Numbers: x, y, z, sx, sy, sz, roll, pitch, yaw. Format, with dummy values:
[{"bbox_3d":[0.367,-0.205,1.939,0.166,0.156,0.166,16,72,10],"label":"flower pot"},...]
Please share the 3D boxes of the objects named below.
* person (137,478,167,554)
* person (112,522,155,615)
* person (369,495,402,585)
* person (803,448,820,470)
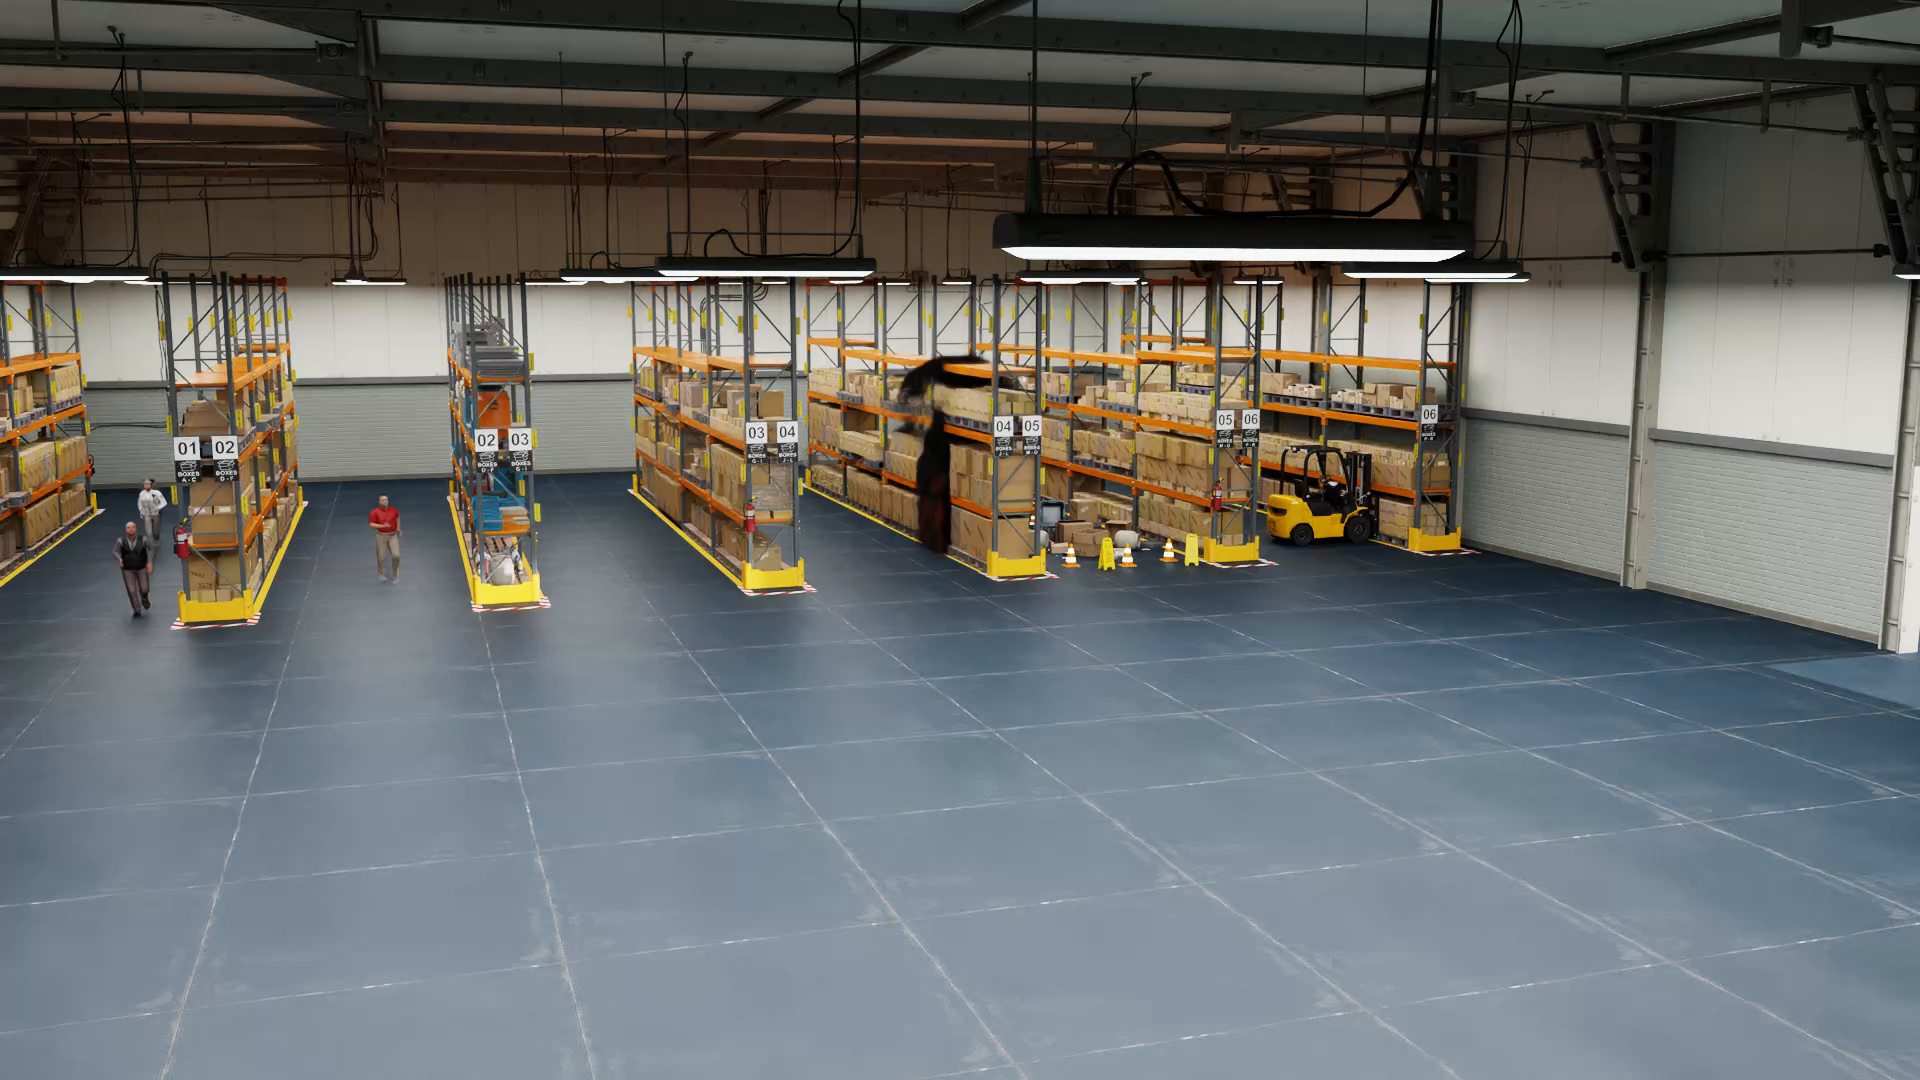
[{"bbox_3d":[-17.494,-0.520,36.021,0.611,1.697,0.765,-2,9,-15],"label":"person"},{"bbox_3d":[-14.474,0.522,29.159,0.687,1.679,0.606,-4,9,-22],"label":"person"},{"bbox_3d":[-11.170,0.010,32.394,0.633,1.774,0.753,-5,10,-31],"label":"person"},{"bbox_3d":[-4.404,-2.570,49.700,0.594,1.687,0.627,1,9,3],"label":"person"}]
